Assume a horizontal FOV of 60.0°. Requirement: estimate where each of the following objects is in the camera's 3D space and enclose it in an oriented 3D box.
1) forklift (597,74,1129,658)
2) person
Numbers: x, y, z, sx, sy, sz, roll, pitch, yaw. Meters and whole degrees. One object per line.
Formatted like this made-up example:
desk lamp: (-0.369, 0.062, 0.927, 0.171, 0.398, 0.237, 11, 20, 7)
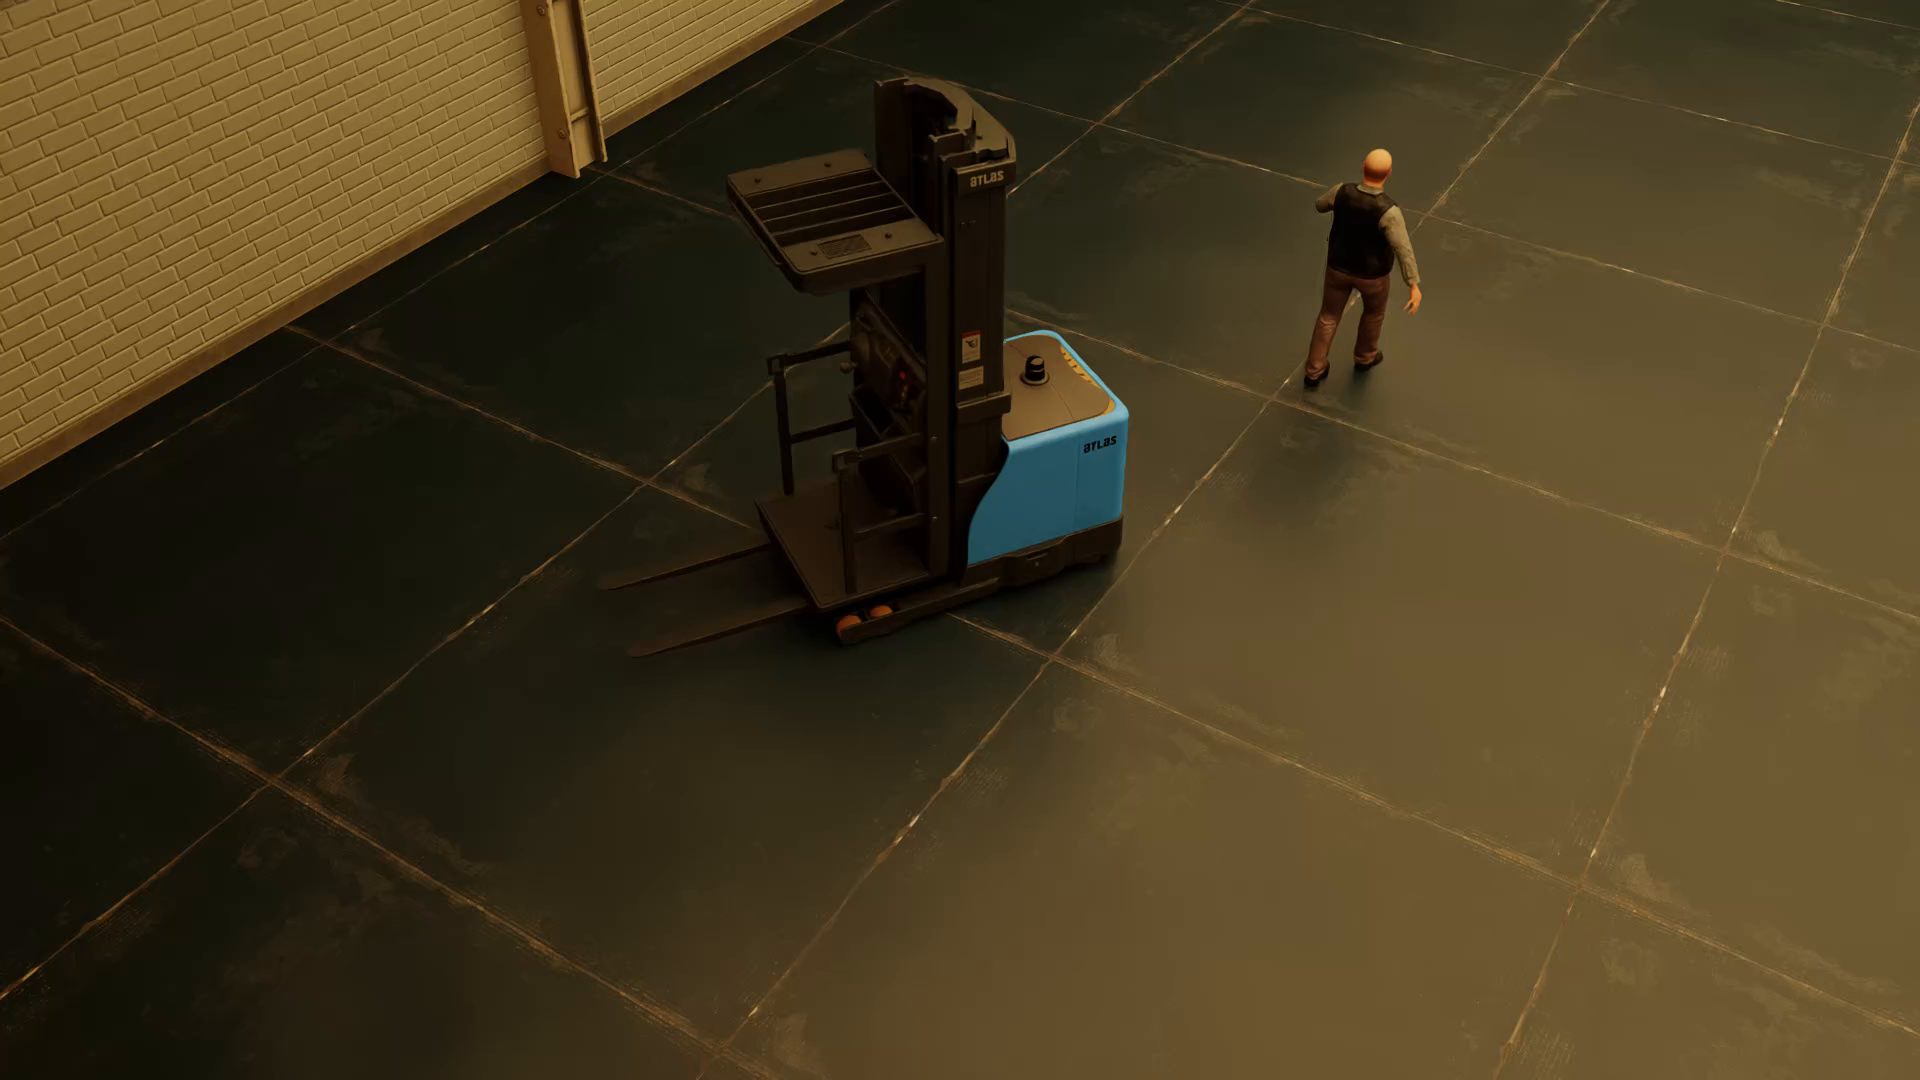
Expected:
forklift: (-0.581, -0.912, 9.043, 3.031, 2.935, 1.130, -17, 43, -19)
person: (2.706, -1.818, 11.082, 0.943, 1.701, 0.756, 25, 46, 27)
